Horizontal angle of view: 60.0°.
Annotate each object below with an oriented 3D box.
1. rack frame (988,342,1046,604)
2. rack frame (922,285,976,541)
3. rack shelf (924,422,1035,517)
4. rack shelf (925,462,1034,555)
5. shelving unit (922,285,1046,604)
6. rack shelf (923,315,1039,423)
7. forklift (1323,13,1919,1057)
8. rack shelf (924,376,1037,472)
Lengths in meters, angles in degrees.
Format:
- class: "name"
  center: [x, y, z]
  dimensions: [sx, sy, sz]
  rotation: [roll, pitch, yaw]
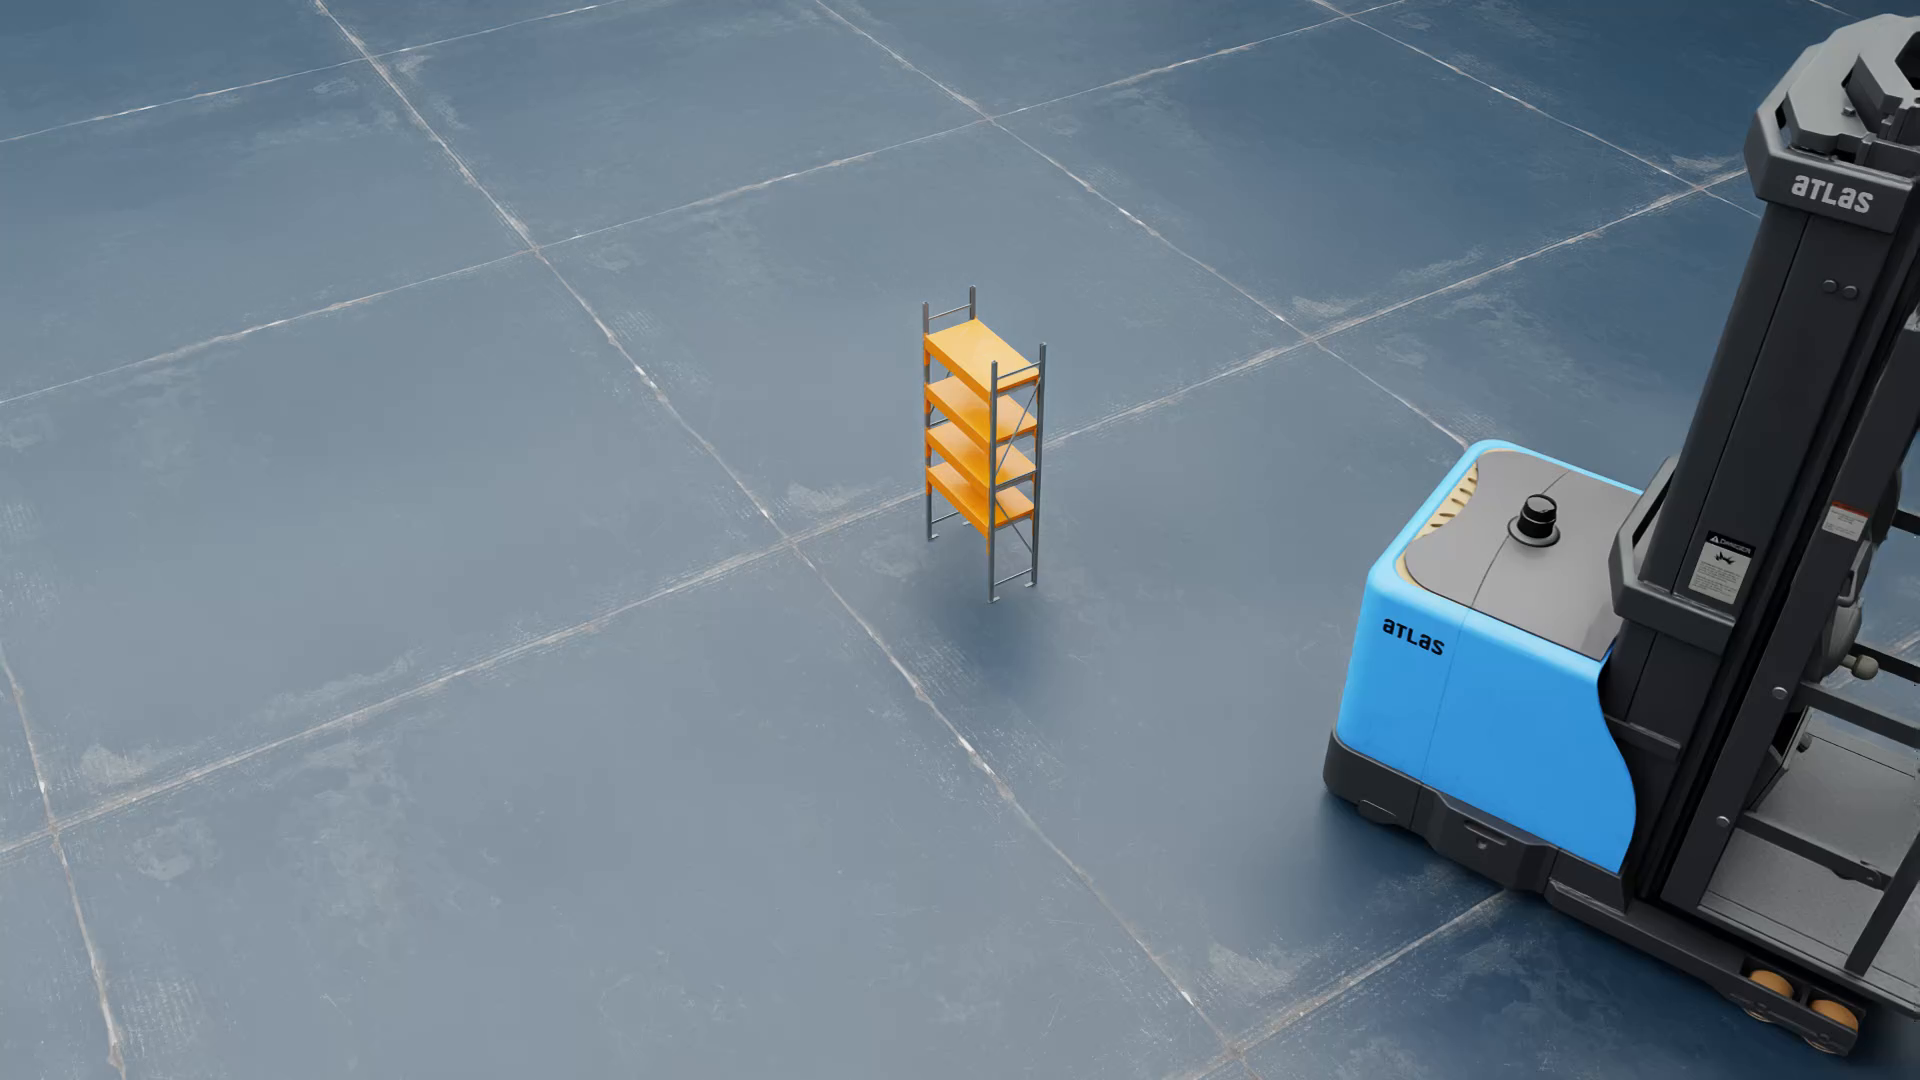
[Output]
- class: "rack frame"
  center: [0.220, -0.240, 6.601]
  dimensions: [0.240, 1.200, 0.015]
  rotation: [-22, 45, -24]
- class: "rack frame"
  center: [-0.042, -0.503, 6.917]
  dimensions: [0.240, 1.200, 0.015]
  rotation: [-22, 45, -24]
- class: "rack shelf"
  center: [0.089, -0.320, 6.802]
  dimensions: [0.258, 0.148, 0.480]
  rotation: [-22, 45, -24]
- class: "rack shelf"
  center: [0.089, -0.167, 6.929]
  dimensions: [0.258, 0.148, 0.480]
  rotation: [-22, 45, -24]
- class: "shelving unit"
  center: [0.089, -0.372, 6.759]
  dimensions: [0.258, 1.200, 0.503]
  rotation: [-22, 45, -24]
- class: "rack shelf"
  center: [0.089, -0.673, 6.507]
  dimensions: [0.258, 0.148, 0.480]
  rotation: [-22, 45, -24]
- class: "forklift"
  center: [2.822, 0.113, 4.825]
  dimensions: [3.031, 2.935, 1.130]
  rotation: [25, 46, 27]
- class: "rack shelf"
  center: [0.089, -0.492, 6.659]
  dimensions: [0.258, 0.148, 0.480]
  rotation: [-22, 45, -24]
